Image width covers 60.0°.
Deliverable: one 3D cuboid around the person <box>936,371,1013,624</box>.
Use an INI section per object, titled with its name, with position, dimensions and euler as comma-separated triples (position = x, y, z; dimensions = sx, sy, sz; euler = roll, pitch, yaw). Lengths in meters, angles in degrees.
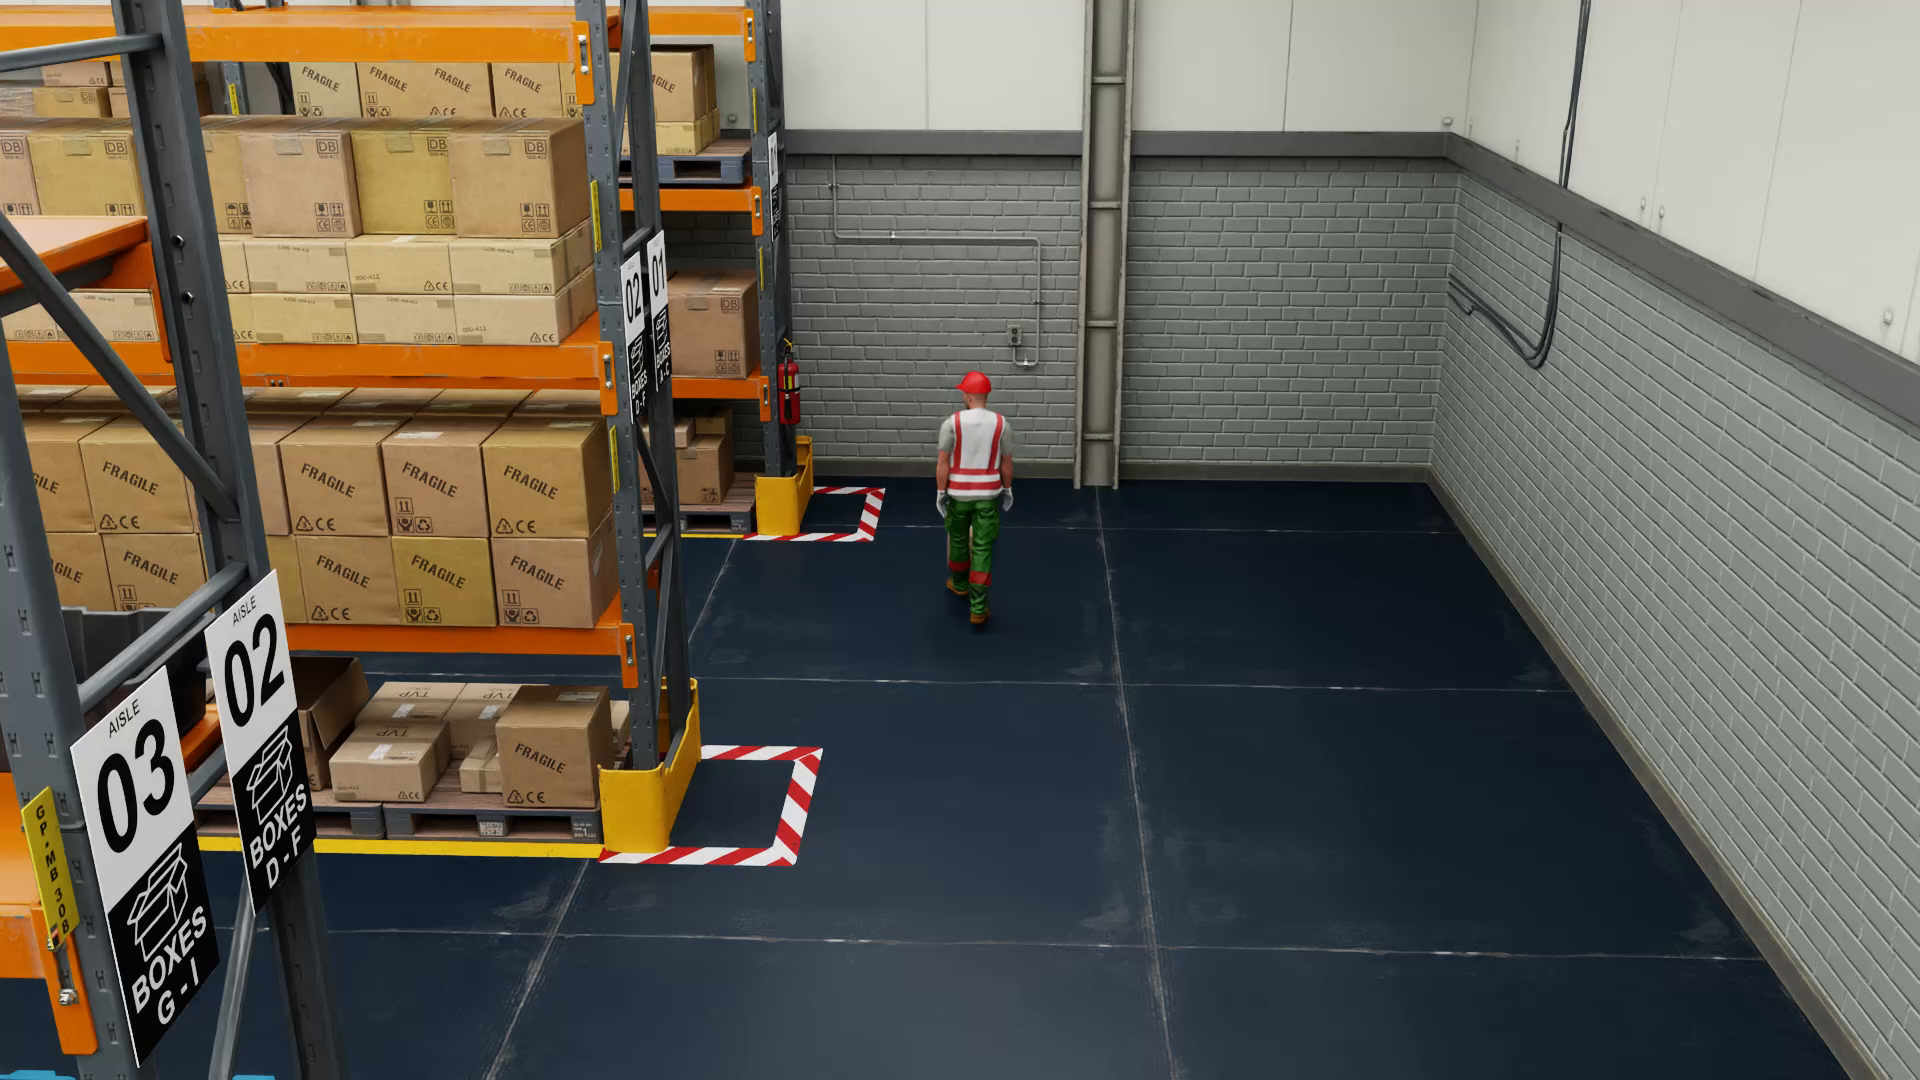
[person]
position = 0.108, -0.345, 11.926
dimensions = 0.548, 1.748, 0.880
euler = 1, 21, 2
